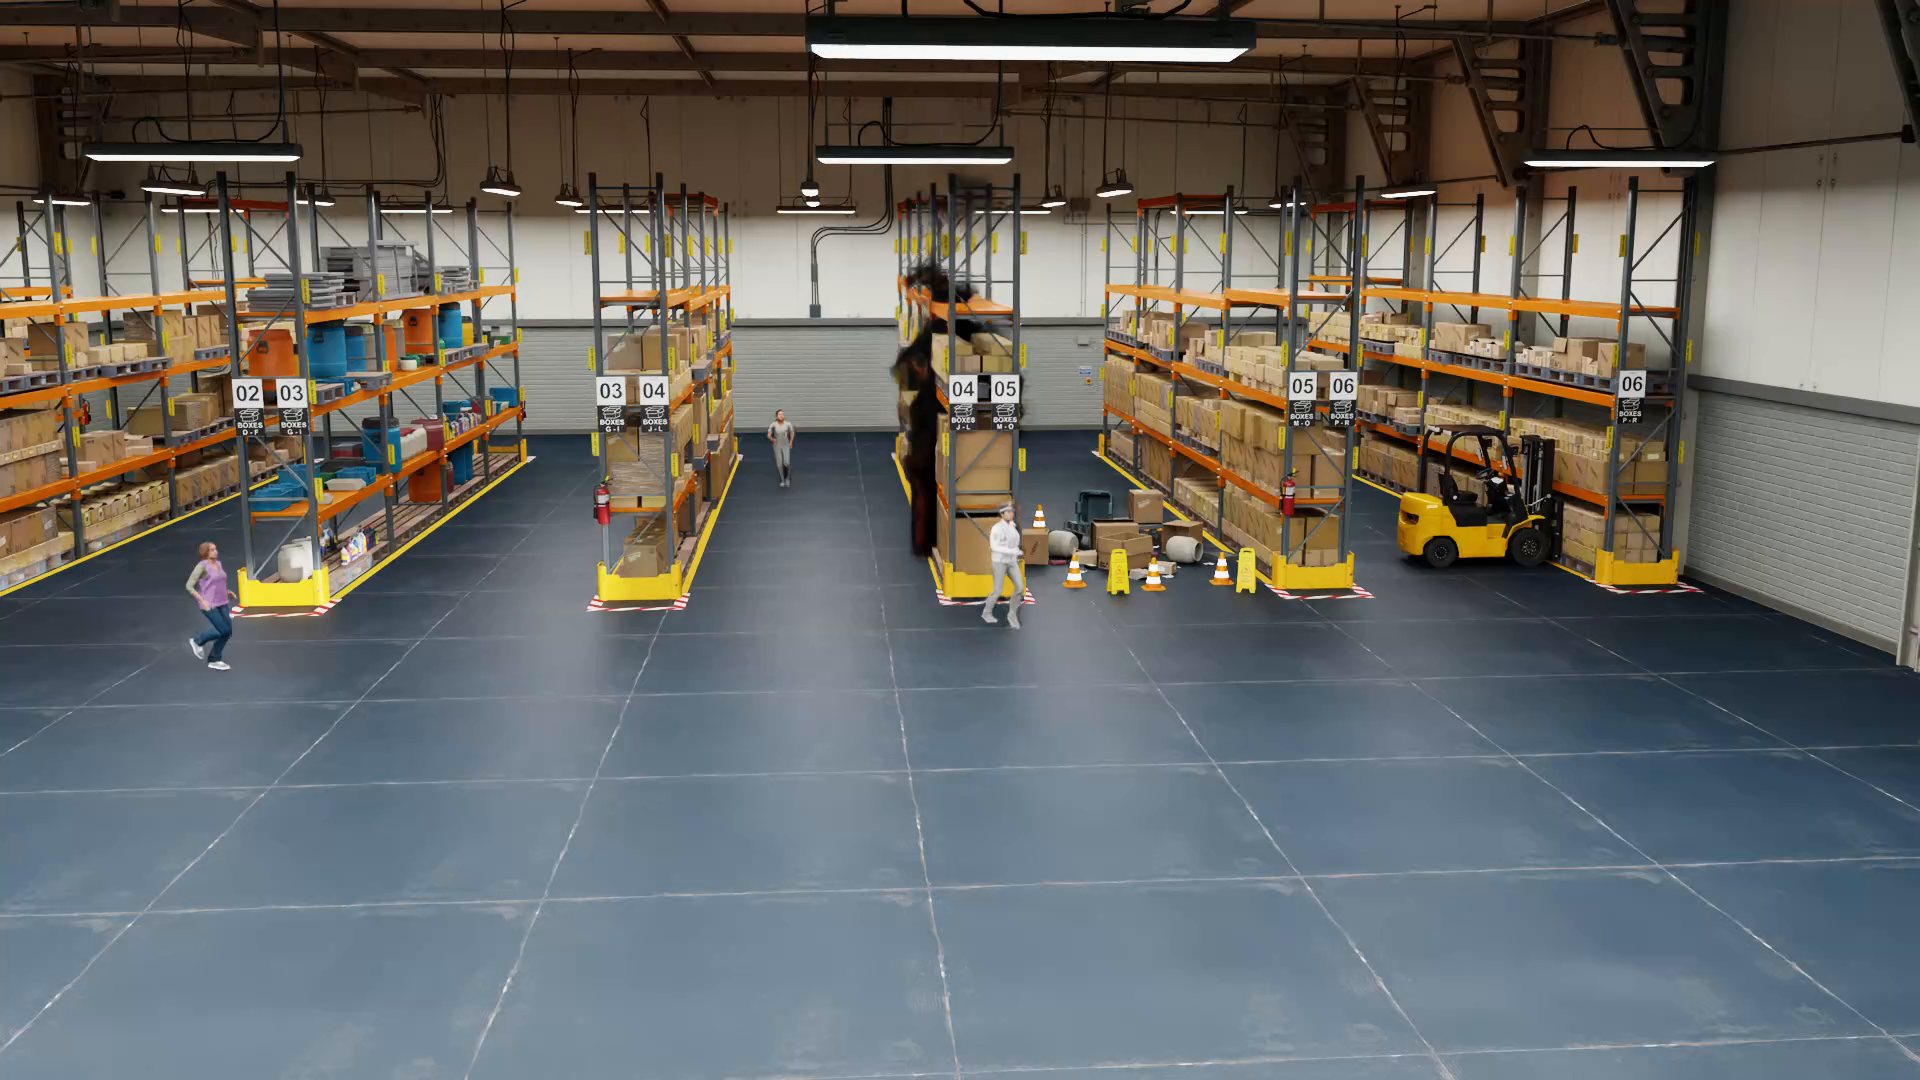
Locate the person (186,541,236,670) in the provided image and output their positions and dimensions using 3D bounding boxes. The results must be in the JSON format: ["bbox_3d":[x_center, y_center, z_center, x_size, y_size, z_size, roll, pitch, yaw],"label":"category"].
[{"bbox_3d":[-8.914,0.784,19.835,0.545,1.555,0.536,3,10,14],"label":"person"}]

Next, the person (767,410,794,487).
[{"bbox_3d":[-3.735,-1.910,34.755,0.574,1.632,0.586,-1,10,-8],"label":"person"}]

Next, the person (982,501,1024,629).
[{"bbox_3d":[0.607,0.343,22.018,0.627,1.759,0.714,-10,14,-44],"label":"person"}]
